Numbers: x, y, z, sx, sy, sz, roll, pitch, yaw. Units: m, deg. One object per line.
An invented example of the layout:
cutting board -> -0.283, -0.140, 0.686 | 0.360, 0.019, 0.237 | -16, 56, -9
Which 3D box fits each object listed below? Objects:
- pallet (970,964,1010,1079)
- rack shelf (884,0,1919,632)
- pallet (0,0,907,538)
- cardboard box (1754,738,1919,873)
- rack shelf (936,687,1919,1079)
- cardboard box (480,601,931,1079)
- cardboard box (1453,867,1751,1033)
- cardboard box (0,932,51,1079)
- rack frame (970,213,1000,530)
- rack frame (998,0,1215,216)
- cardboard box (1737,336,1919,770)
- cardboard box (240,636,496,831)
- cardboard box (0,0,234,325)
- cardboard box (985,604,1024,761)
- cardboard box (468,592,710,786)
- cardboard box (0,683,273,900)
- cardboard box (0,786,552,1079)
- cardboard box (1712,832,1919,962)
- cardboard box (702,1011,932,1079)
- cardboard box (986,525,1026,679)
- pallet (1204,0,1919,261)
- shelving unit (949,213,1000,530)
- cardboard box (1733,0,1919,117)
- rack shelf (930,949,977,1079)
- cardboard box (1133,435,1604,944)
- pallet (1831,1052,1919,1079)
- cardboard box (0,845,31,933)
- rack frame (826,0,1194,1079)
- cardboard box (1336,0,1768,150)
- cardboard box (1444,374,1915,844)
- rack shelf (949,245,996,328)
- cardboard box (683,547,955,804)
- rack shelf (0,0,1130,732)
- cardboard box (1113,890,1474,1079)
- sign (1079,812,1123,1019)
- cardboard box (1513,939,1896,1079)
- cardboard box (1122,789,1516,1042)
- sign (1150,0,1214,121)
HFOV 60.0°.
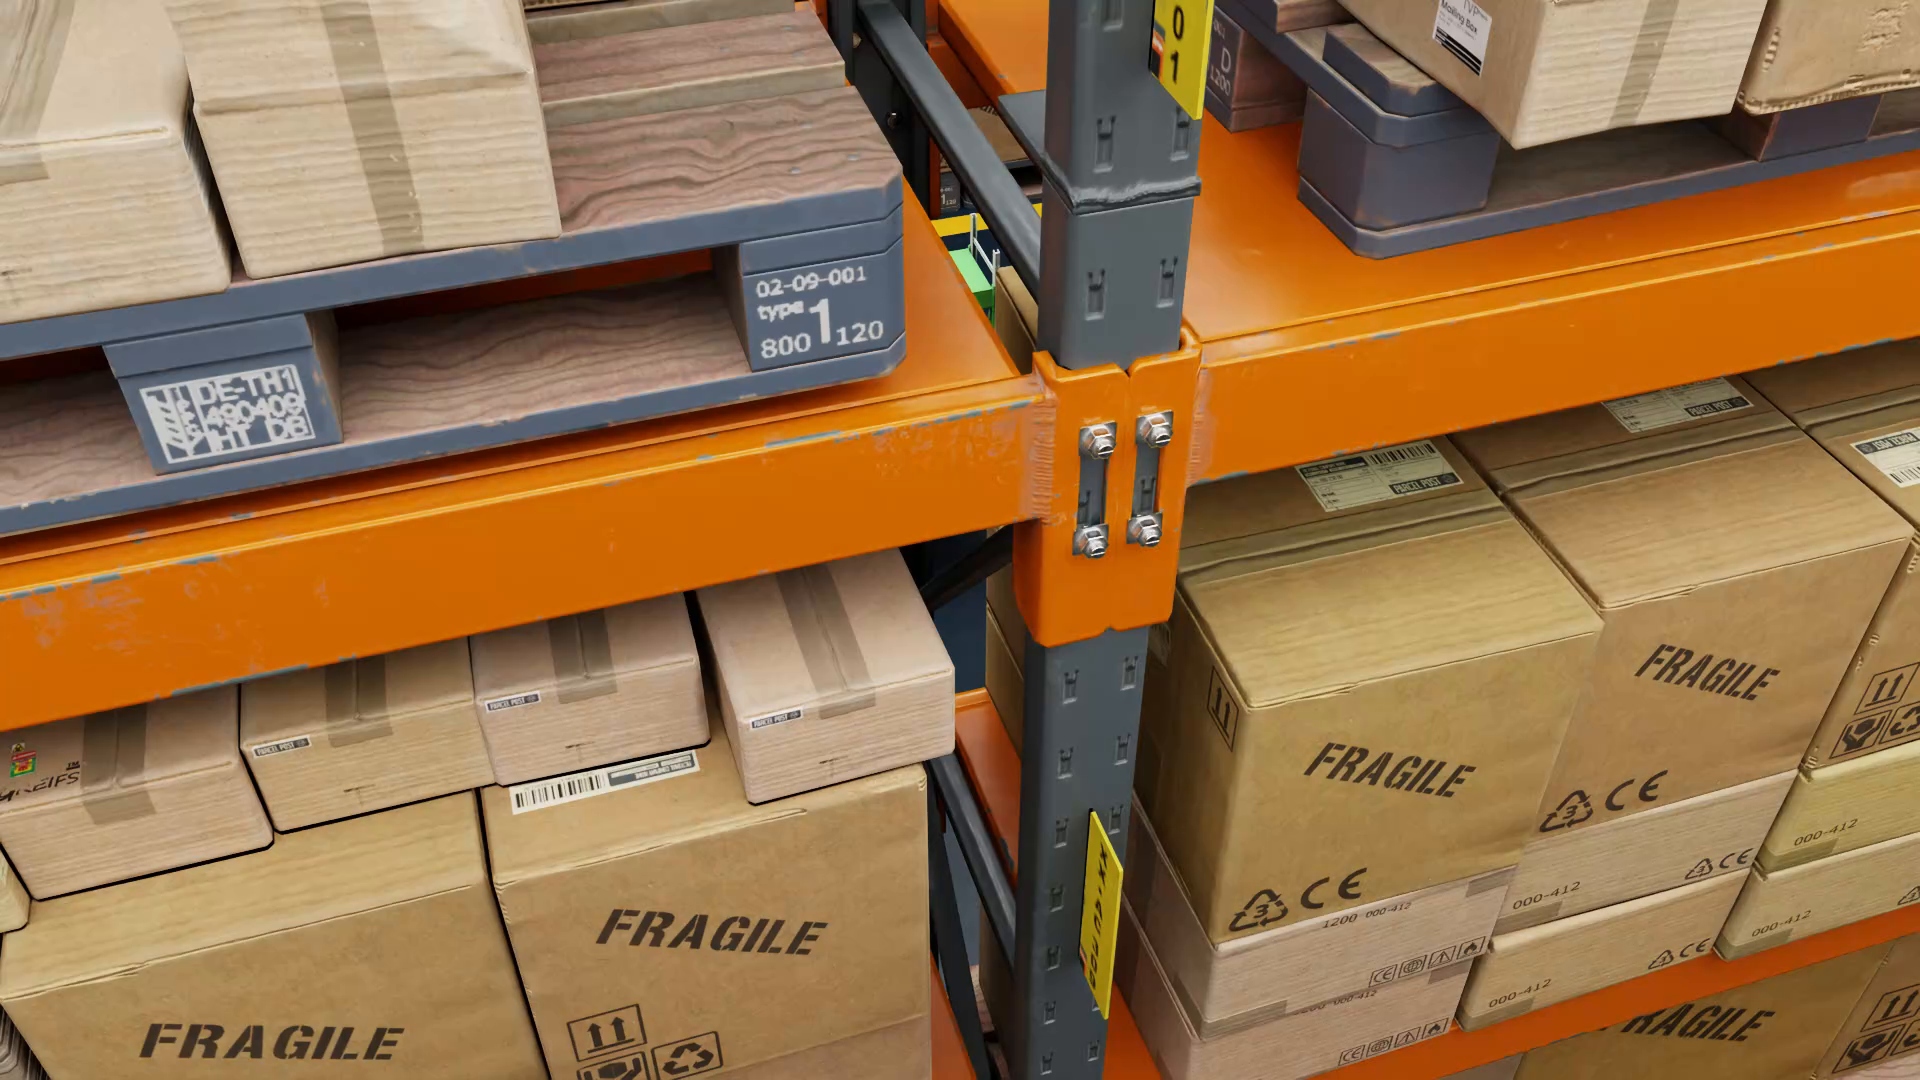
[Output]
pallet -> 0.728, 1.355, 4.038 | 1.213, 0.211, 1.003 | -12, 42, -13
rack shelf -> 1.923, -0.749, 2.594 | 4.000, 0.370, 1.077 | -12, 42, -13
pallet -> -0.768, -0.436, 1.757 | 1.213, 0.211, 1.003 | -12, 42, -13
cardboard box -> 1.498, 0.259, 2.907 | 0.500, 0.250, 0.500 | -11, 42, -13
rack shelf -> 1.923, 0.381, 3.581 | 4.000, 0.370, 1.077 | -12, 42, -13
cardboard box -> -0.352, 0.357, 2.225 | 0.500, 0.500, 0.500 | -12, 43, -13
cardboard box -> 1.007, 0.537, 2.970 | 0.500, 0.250, 0.500 | -13, 43, -14
cardboard box -> -1.321, 0.559, 1.994 | 0.500, 0.500, 0.500 | -11, 42, -12
rack frame -> 0.075, -0.467, 5.373 | 0.015, 1.200, 0.240 | -12, 42, -13
rack frame -> 0.015, -1.754, 0.918 | 0.127, 3.000, 1.000 | -12, 42, -13
cardboard box -> 1.477, -0.031, 2.670 | 0.500, 0.500, 0.500 | -13, 43, -14
cardboard box -> -0.708, 0.134, 1.988 | 0.250, 0.149, 0.380 | -12, 42, -13
cardboard box -> -0.750, -0.347, 1.383 | 0.250, 0.149, 0.380 | -11, 42, -12
cardboard box -> 0.367, 0.315, 3.224 | 0.500, 0.250, 0.500 | -13, 43, -14
cardboard box -> -0.467, 0.091, 2.037 | 0.250, 0.149, 0.380 | -11, 42, -12
cardboard box -> -0.944, 0.196, 1.917 | 0.250, 0.149, 0.380 | -12, 43, -13
cardboard box -> -0.838, 0.452, 2.116 | 0.500, 0.500, 0.500 | -12, 43, -14
cardboard box -> 1.501, 0.446, 3.074 | 0.500, 0.250, 0.500 | -12, 43, -13
cardboard box -> -0.350, 0.719, 2.571 | 0.500, 0.500, 0.500 | -11, 42, -13
cardboard box -> 0.363, 0.133, 3.051 | 0.500, 0.250, 0.500 | -12, 42, -13
pallet -> 0.875, -0.765, 2.211 | 1.217, 0.209, 0.805 | -13, 43, -15
shelving unit -> -0.158, -0.419, 5.318 | 0.503, 1.200, 0.258 | -12, 42, -13
cardboard box -> 0.943, -0.813, 1.725 | 0.500, 0.500, 0.500 | -12, 43, -14
rack shelf -> -1.892, 1.171, 2.676 | 4.000, 0.370, 1.077 | -12, 42, -13
cardboard box -> 0.521, 0.184, 2.423 | 0.500, 0.500, 0.500 | -11, 42, -13
pallet -> 1.894, 1.112, 4.317 | 1.213, 0.211, 1.003 | -12, 42, -13
cardboard box -> -1.172, 0.268, 1.835 | 0.250, 0.149, 0.380 | -12, 43, -13
rack frame -> 0.015, 0.505, 2.892 | 0.127, 3.000, 1.000 | -12, 42, -13
cardboard box -> 0.598, -0.611, 1.673 | 0.258, 0.266, 0.396 | -12, 43, -13
cardboard box -> 0.998, 0.066, 2.558 | 0.500, 0.500, 0.500 | -12, 43, -13
rack shelf -> -0.158, -0.732, 5.044 | 0.480, 0.148, 0.258 | -12, 42, -13
cardboard box -> -0.183, 0.107, 2.019 | 0.250, 0.149, 0.380 | -13, 43, -14
rack shelf -> -1.892, 0.042, 1.690 | 4.000, 0.370, 1.077 | -12, 42, -13
cardboard box -> 0.514, 0.640, 2.851 | 0.500, 0.250, 0.500 | -13, 43, -14
sign -> 0.183, 0.497, 2.183 | 0.005, 0.325, 0.100 | -12, 42, -13
cardboard box -> 1.442, 0.791, 3.861 | 0.875, 0.875, 0.875 | -11, 42, -12
cardboard box -> 0.520, 0.463, 2.674 | 0.500, 0.250, 0.500 | -13, 43, -14
sign -> 0.183, -0.501, 1.311 | 0.005, 0.325, 0.100 | -12, 42, -13
